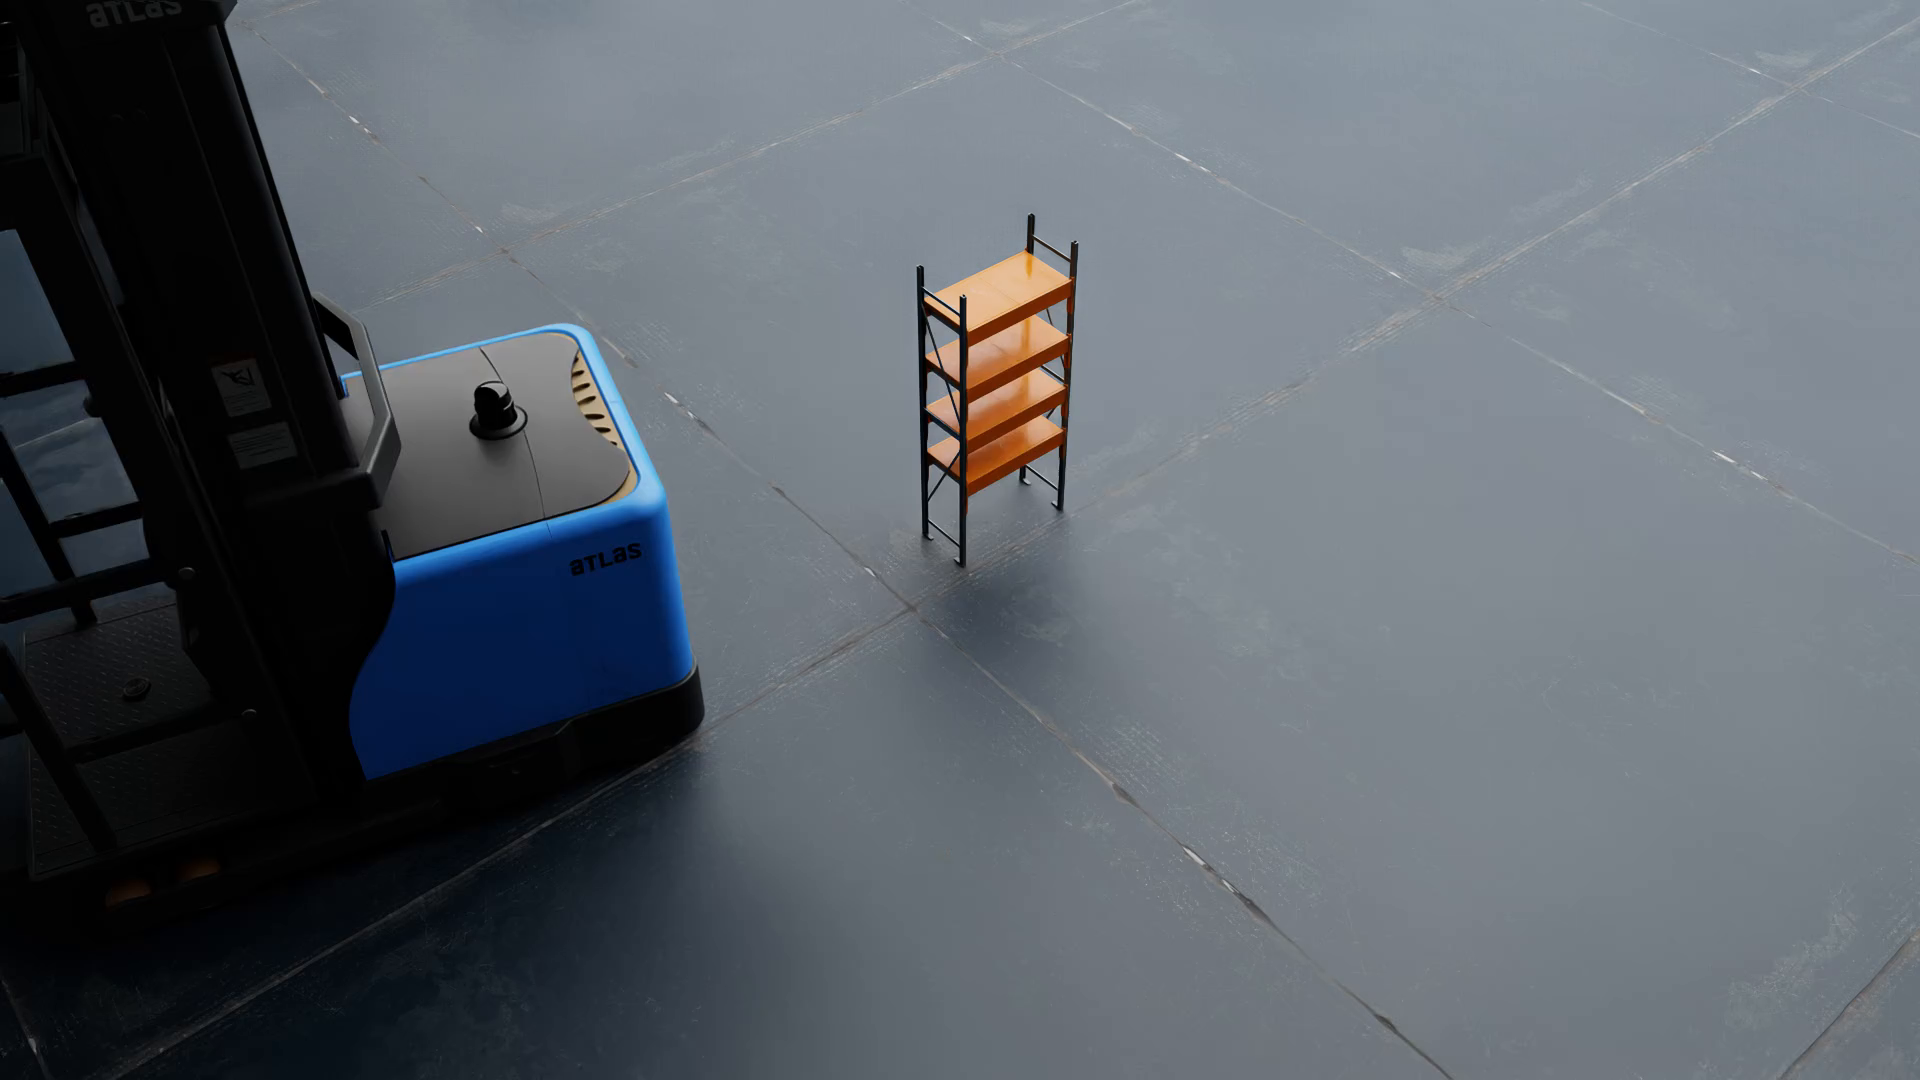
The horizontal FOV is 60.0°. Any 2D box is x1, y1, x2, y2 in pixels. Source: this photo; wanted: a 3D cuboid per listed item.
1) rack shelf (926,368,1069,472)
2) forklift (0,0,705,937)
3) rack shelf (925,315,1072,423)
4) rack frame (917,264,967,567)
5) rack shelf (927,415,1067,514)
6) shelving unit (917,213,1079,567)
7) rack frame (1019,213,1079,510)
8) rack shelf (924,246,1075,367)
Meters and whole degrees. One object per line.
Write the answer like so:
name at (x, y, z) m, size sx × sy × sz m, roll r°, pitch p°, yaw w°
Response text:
rack shelf at (0.127, -0.461, 5.963) m, size 0.480 × 0.148 × 0.258 m, roll -30°, pitch 51°, yaw -28°
forklift at (-2.412, -0.308, 4.437) m, size 3.031 × 2.935 × 1.130 m, roll -17°, pitch 46°, yaw -17°
rack shelf at (0.127, -0.624, 5.810) m, size 0.480 × 0.148 × 0.258 m, roll -30°, pitch 51°, yaw -28°
rack frame at (-0.060, -0.403, 5.803) m, size 0.015 × 1.200 × 0.240 m, roll -30°, pitch 51°, yaw -28°
rack shelf at (0.127, -0.316, 6.099) m, size 0.480 × 0.148 × 0.258 m, roll -30°, pitch 51°, yaw -28°
shelving unit at (0.127, -0.510, 5.917) m, size 0.503 × 1.200 × 0.258 m, roll -30°, pitch 51°, yaw -28°
rack frame at (0.314, -0.617, 6.031) m, size 0.015 × 1.200 × 0.240 m, roll -30°, pitch 51°, yaw -28°
rack shelf at (0.127, -0.796, 5.648) m, size 0.480 × 0.148 × 0.258 m, roll -30°, pitch 51°, yaw -28°
